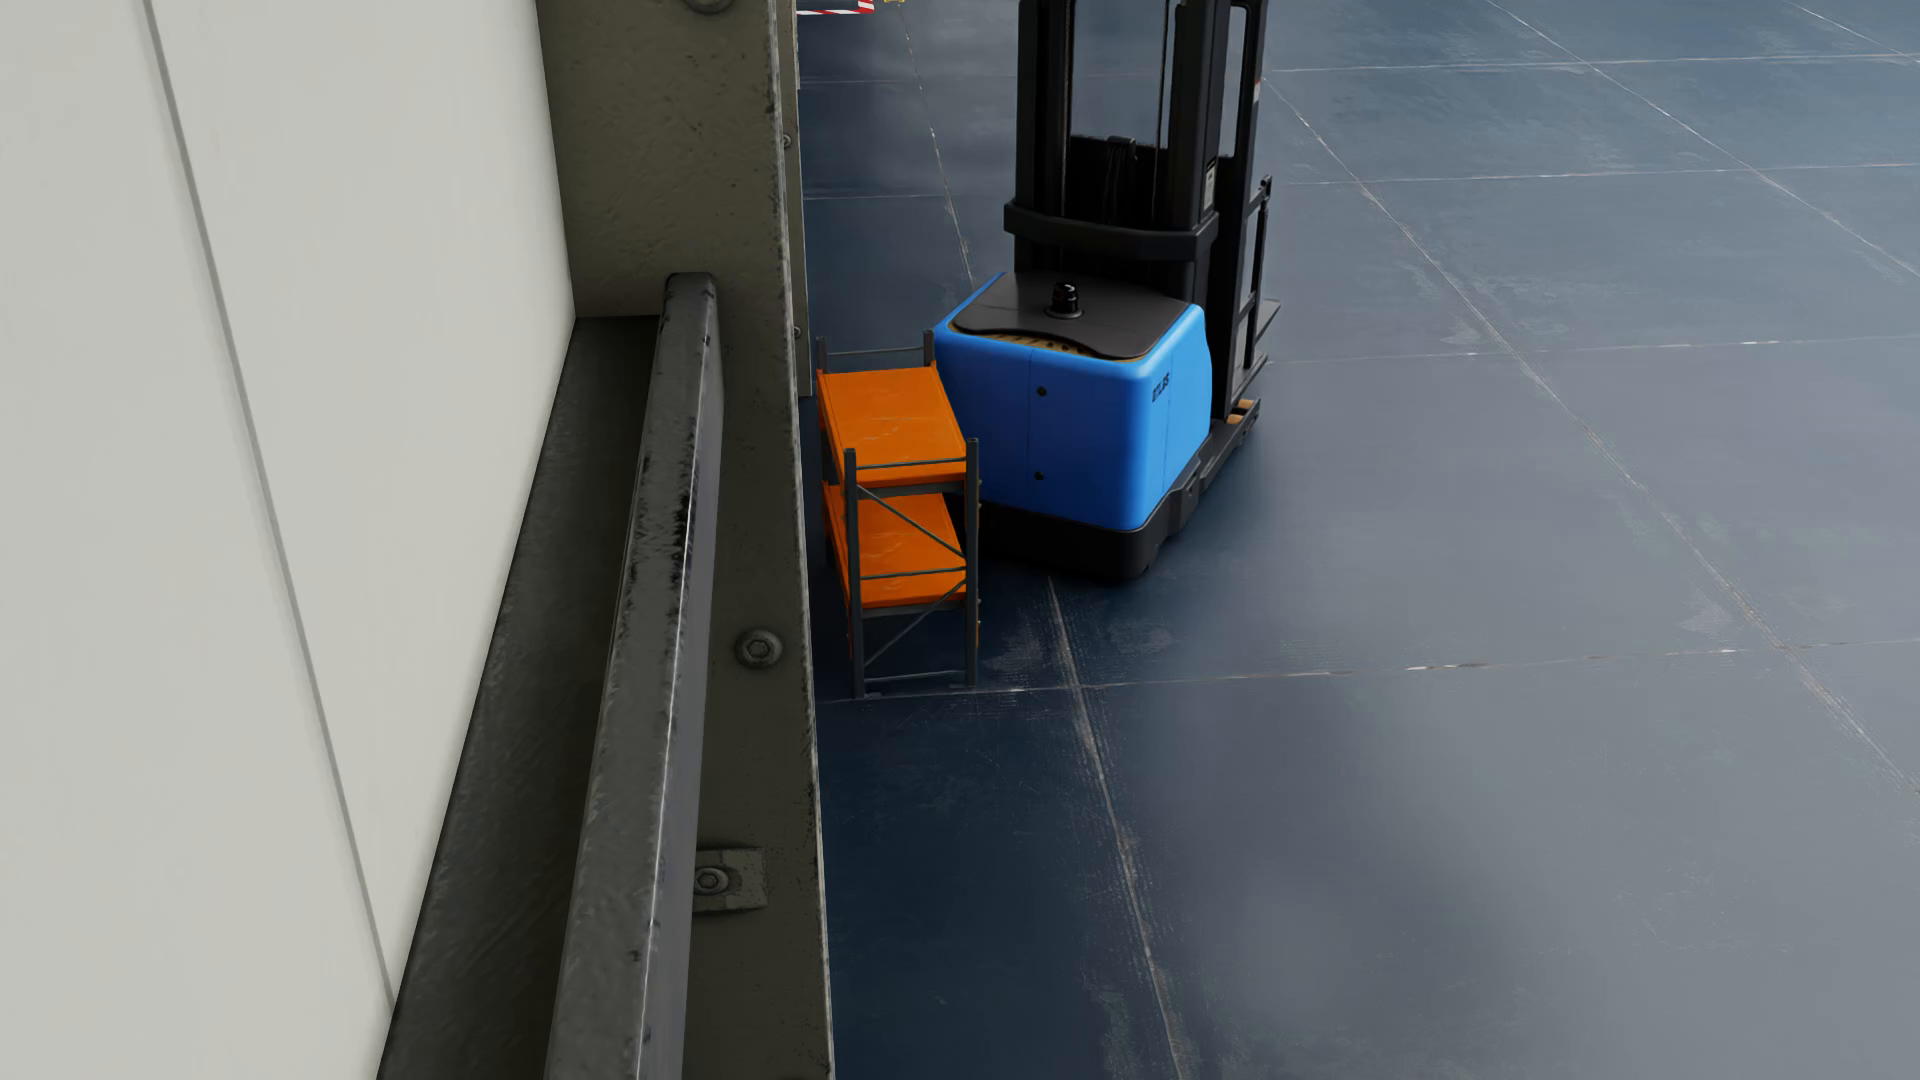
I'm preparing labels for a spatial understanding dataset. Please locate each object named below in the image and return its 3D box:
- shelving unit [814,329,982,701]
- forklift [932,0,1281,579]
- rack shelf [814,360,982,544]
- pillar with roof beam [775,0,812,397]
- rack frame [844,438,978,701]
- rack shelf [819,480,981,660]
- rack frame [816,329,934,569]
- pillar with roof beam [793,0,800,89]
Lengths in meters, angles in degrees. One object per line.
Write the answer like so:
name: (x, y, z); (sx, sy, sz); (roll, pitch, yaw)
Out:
shelving unit: (-0.269, -0.125, 6.863); (0.538, 1.125, 1.048); (-5, 31, -9)
forklift: (0.922, -1.824, 7.946); (1.130, 2.935, 3.031); (13, 33, 21)
rack shelf: (-0.269, -0.377, 6.713); (0.538, 0.278, 1.000); (-5, 31, -9)
pillar with roof beam: (3.308, -4.948, 7.259); (9.100, 9.000, 0.400); (-3, 31, -5)
rack frame: (-0.180, 0.131, 6.433); (0.500, 1.125, 0.032); (-5, 31, -9)
rack shelf: (-0.269, 0.084, 6.988); (0.538, 0.278, 1.000); (-5, 31, -9)
rack frame: (-0.358, -0.382, 7.293); (0.500, 1.125, 0.032); (-5, 31, -9)
pillar with roof beam: (2.747, -8.012, 12.388); (9.100, 9.000, 0.400); (-3, 31, -5)
